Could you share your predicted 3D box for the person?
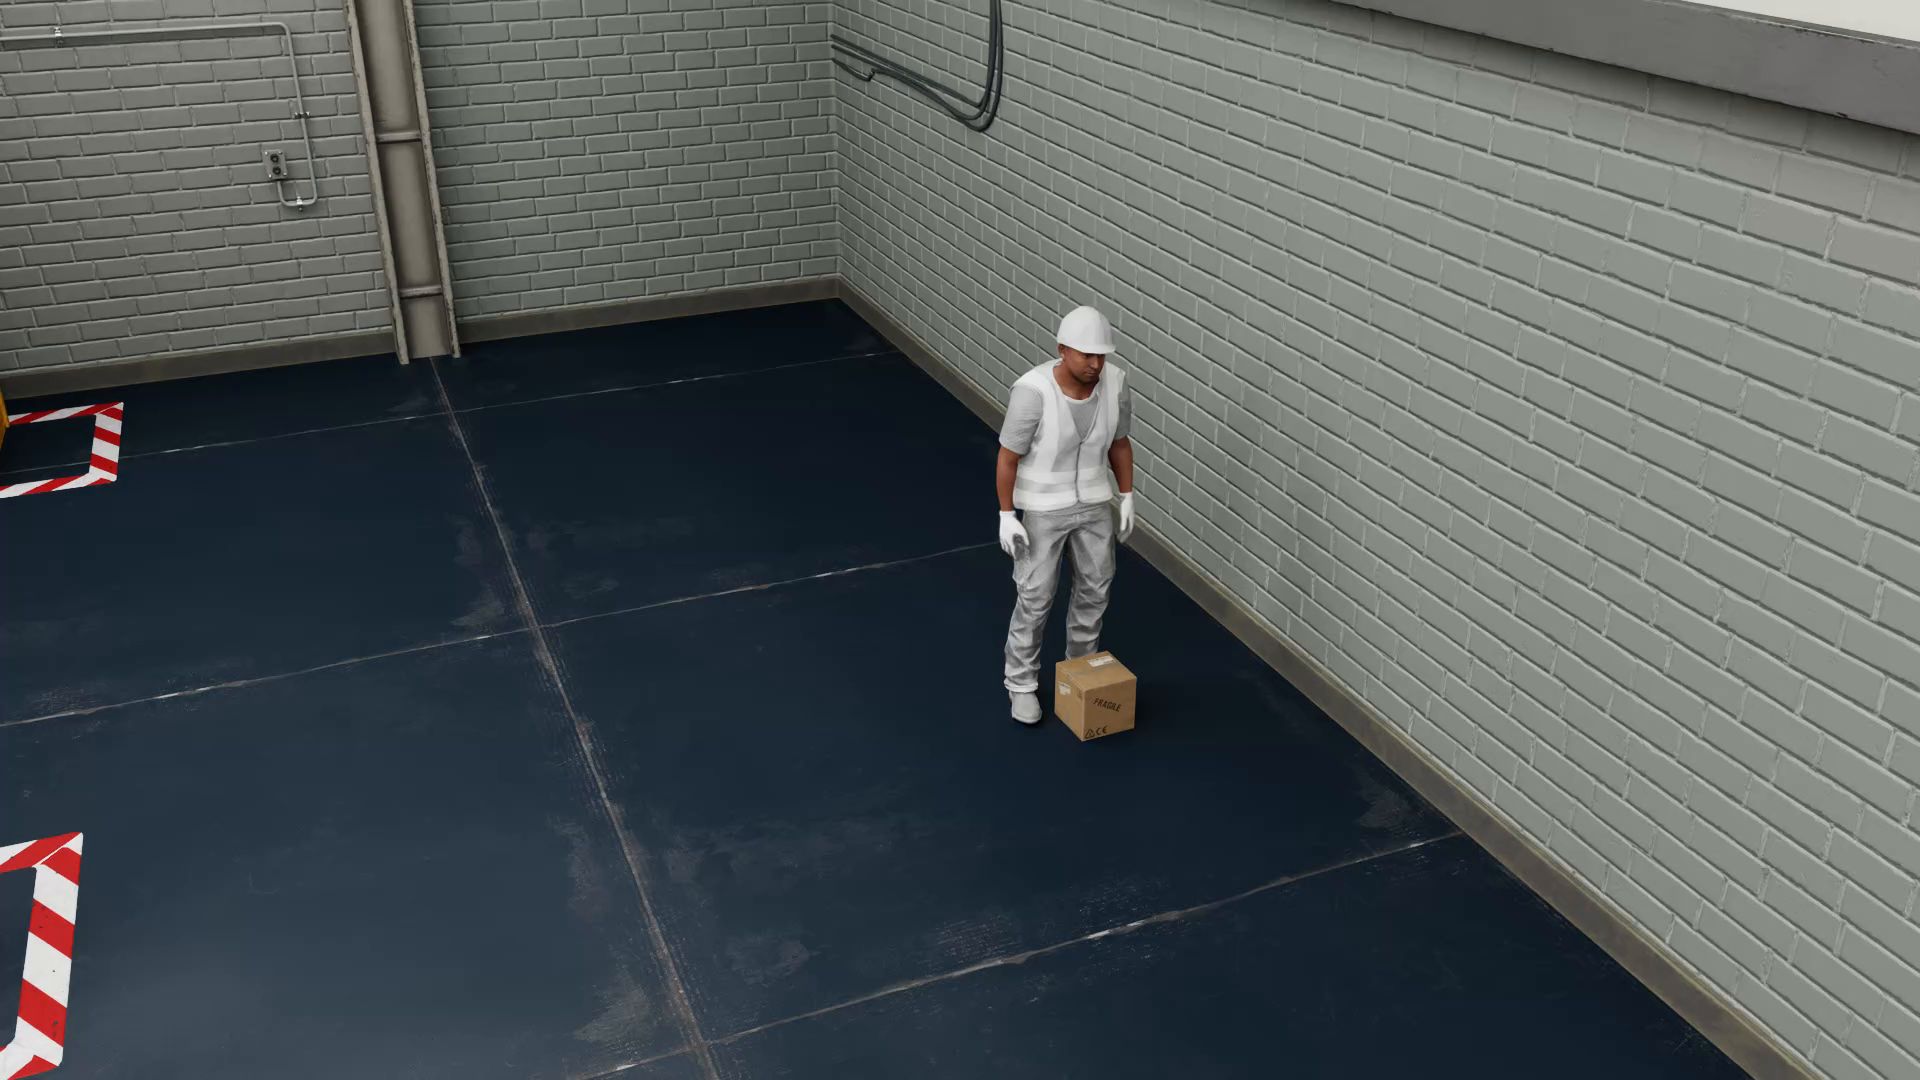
[{"bbox_3d":[0.440,-0.117,6.842,0.617,1.774,0.449,-10,28,-20],"label":"person"}]
